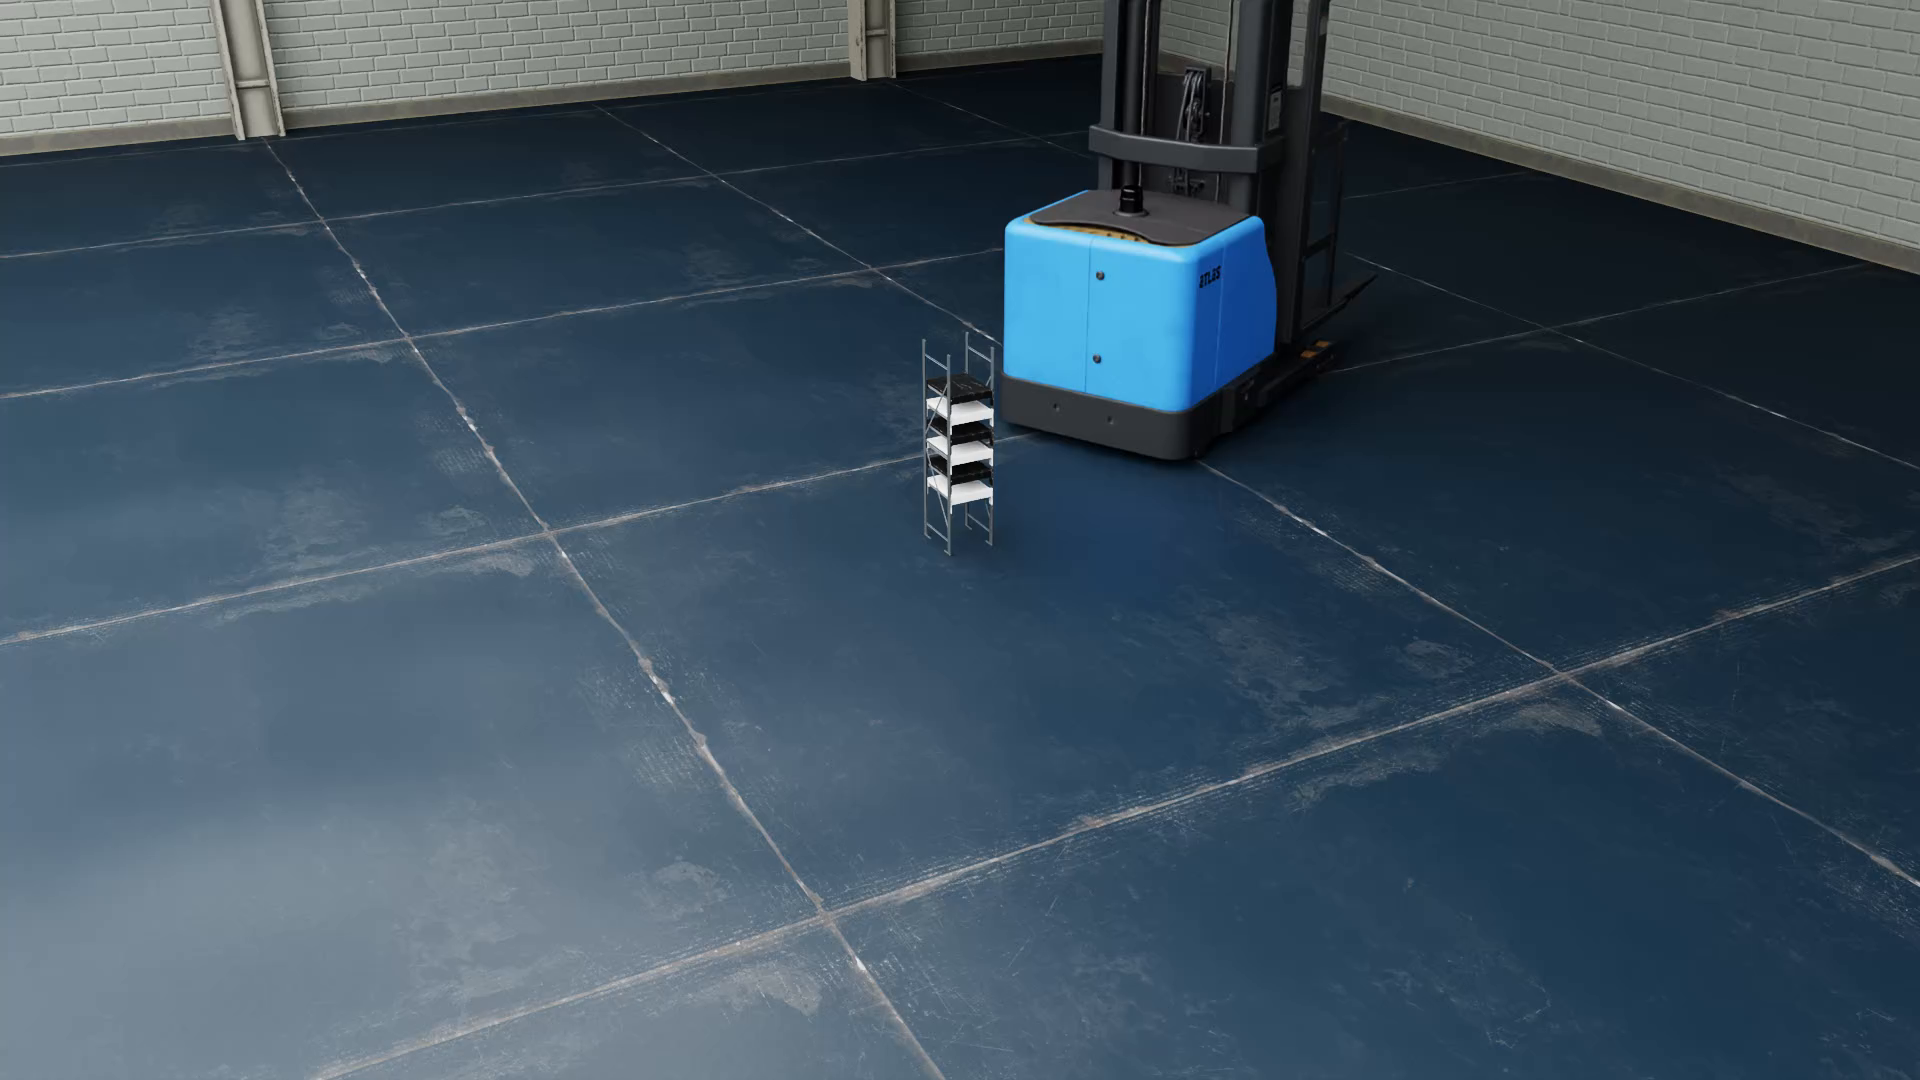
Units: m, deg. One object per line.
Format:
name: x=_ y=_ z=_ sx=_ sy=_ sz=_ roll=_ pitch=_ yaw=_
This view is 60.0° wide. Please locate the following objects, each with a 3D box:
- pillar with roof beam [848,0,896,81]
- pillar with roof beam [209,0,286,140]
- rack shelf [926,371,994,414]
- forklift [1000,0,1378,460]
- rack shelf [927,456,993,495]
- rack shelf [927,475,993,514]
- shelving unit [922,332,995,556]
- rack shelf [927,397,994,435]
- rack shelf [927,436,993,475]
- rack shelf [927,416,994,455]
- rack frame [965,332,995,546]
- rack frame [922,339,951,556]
pillar with roof beam: x=1.123 y=-7.225 z=11.901 sx=0.400 sy=9.000 sz=9.100 roll=-13 pitch=29 yaw=-25
pillar with roof beam: x=-4.172 y=-6.003 z=9.356 sx=0.400 sy=9.000 sz=9.100 roll=-13 pitch=29 yaw=-25
rack shelf: x=-0.007 y=-0.617 z=6.949 sx=0.200 sy=0.077 sz=0.258 roll=-13 pitch=29 yaw=-25
forklift: x=1.435 y=-2.289 z=8.630 sx=1.130 sy=2.935 sz=3.031 roll=16 pitch=30 yaw=30
rack shelf: x=-0.007 y=-0.293 z=7.105 sx=0.200 sy=0.077 sz=0.258 roll=-13 pitch=29 yaw=-25
rack shelf: x=-0.007 y=-0.212 z=7.144 sx=0.200 sy=0.077 sz=0.258 roll=-13 pitch=29 yaw=-25
shelving unit: x=-0.007 y=-0.404 z=7.052 sx=0.210 sy=0.900 sz=0.258 roll=-13 pitch=29 yaw=-25
rack shelf: x=-0.007 y=-0.536 z=6.988 sx=0.200 sy=0.077 sz=0.258 roll=-13 pitch=29 yaw=-25
rack shelf: x=-0.007 y=-0.374 z=7.066 sx=0.200 sy=0.077 sz=0.258 roll=-13 pitch=29 yaw=-25
rack shelf: x=-0.007 y=-0.455 z=7.027 sx=0.200 sy=0.077 sz=0.258 roll=-13 pitch=29 yaw=-25
rack frame: x=0.083 y=-0.425 z=7.095 sx=0.006 sy=0.900 sz=0.240 roll=-13 pitch=29 yaw=-25
rack frame: x=-0.097 y=-0.383 z=7.009 sx=0.006 sy=0.900 sz=0.240 roll=-13 pitch=29 yaw=-25
